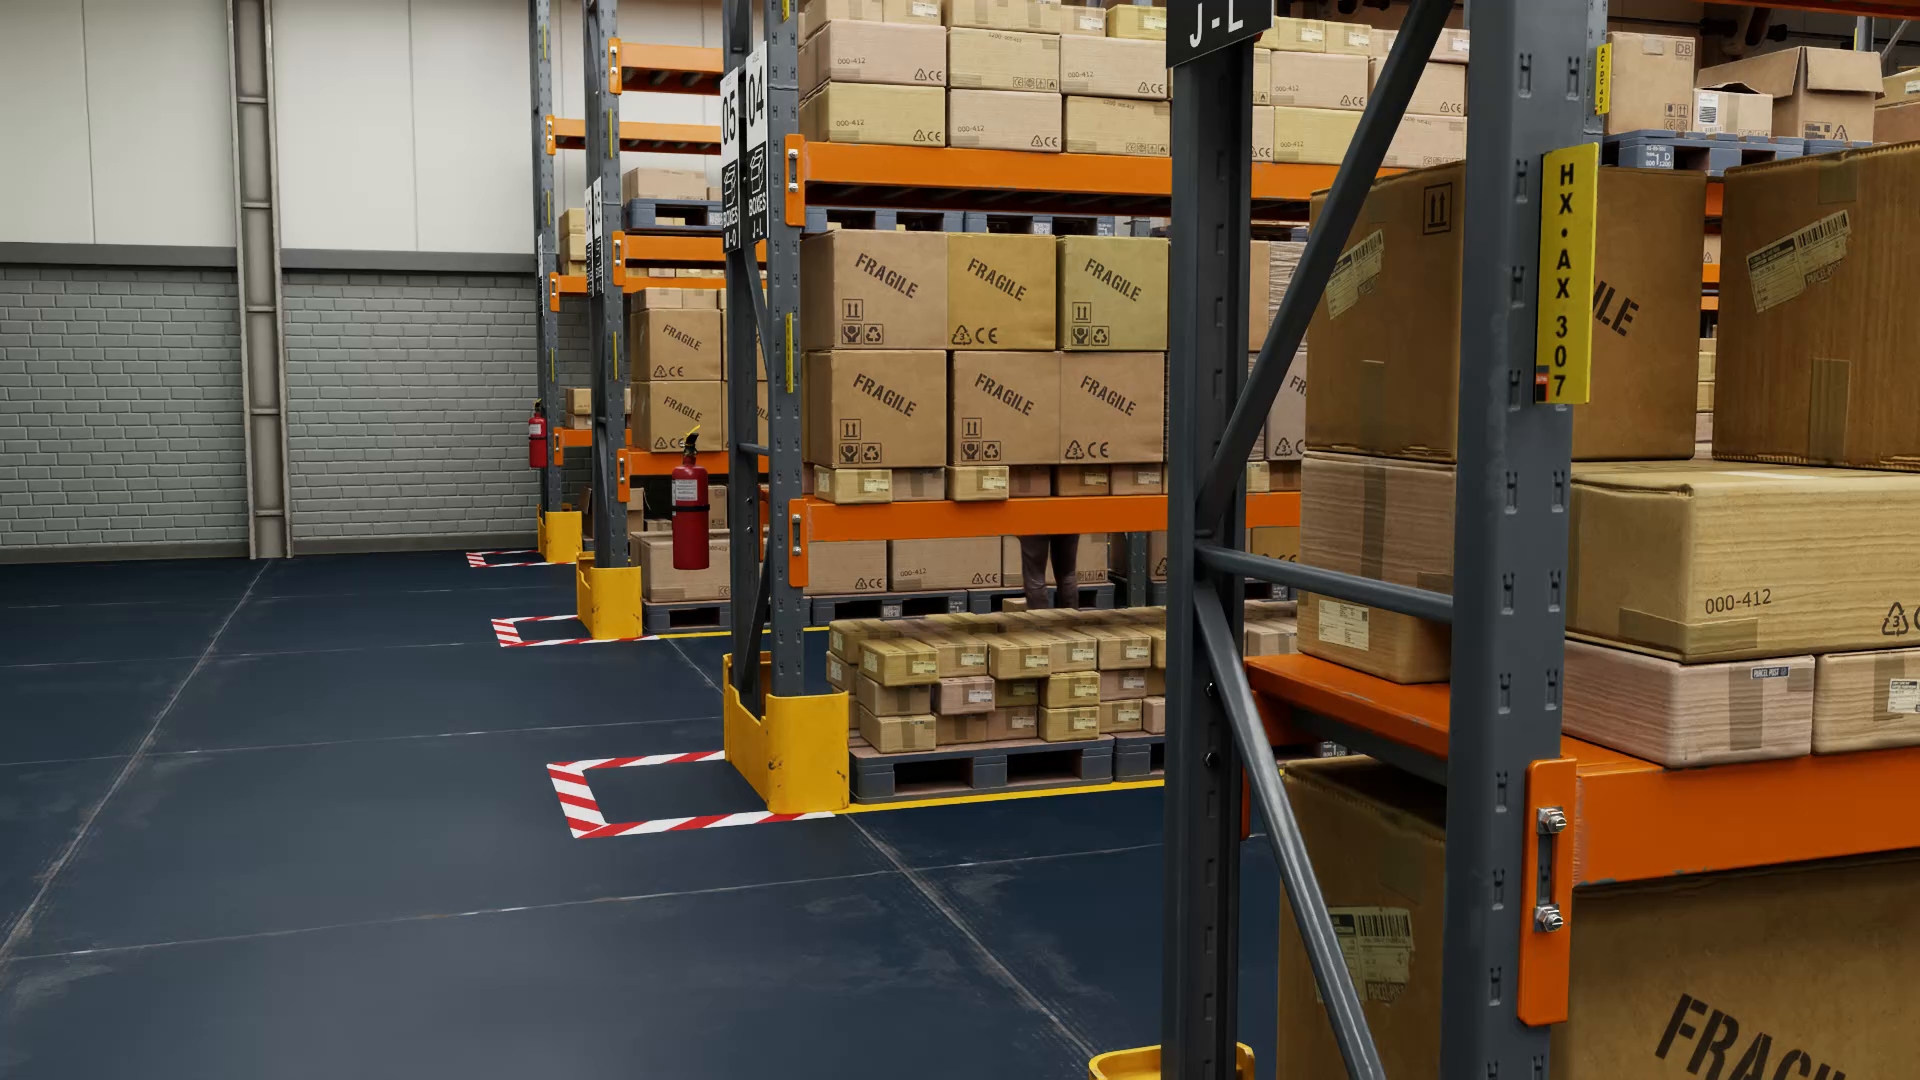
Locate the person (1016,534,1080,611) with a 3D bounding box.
[{"bbox_3d":[0.598,-0.078,11.309,0.531,1.642,0.363,-2,6,-17],"label":"person"}]
